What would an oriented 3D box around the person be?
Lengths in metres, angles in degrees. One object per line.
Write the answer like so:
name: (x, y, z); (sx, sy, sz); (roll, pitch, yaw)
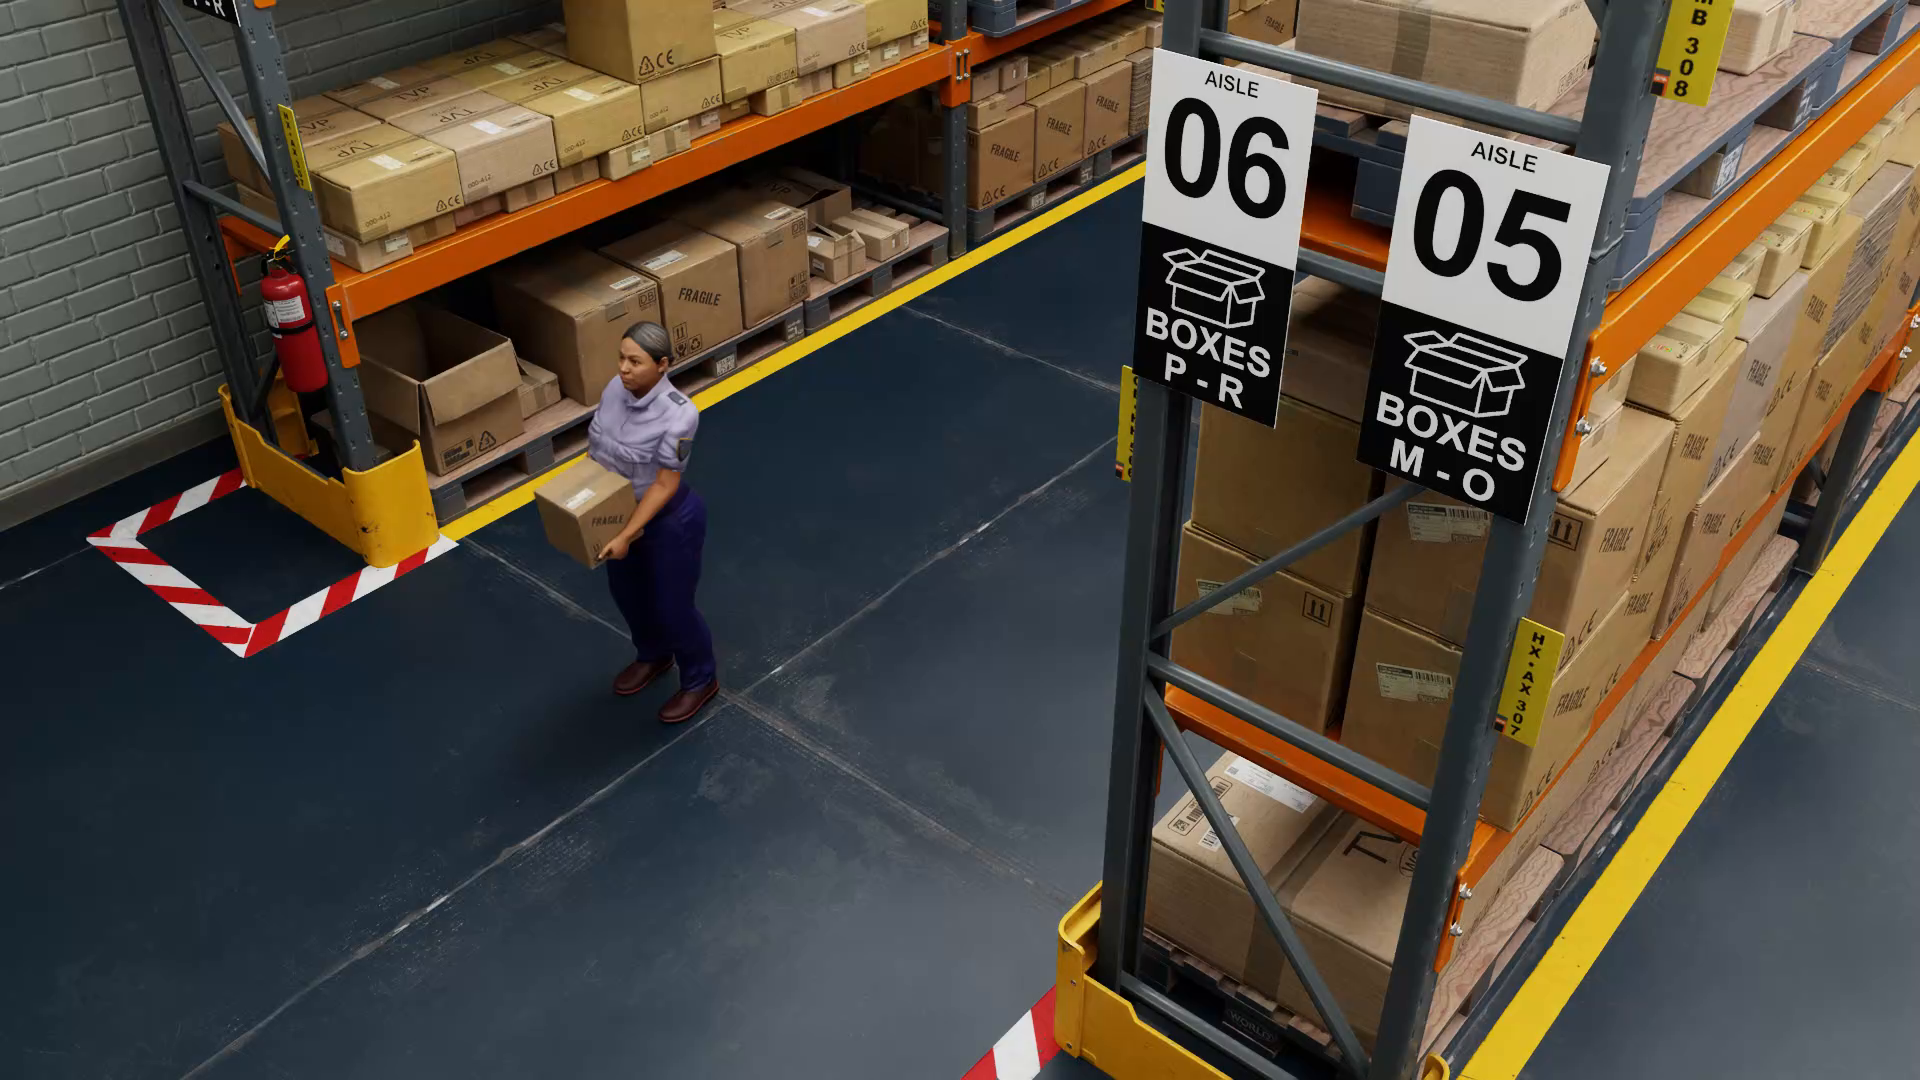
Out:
person: (-1.214, -0.033, 6.215); (0.453, 1.636, 0.524); (27, 43, 32)
